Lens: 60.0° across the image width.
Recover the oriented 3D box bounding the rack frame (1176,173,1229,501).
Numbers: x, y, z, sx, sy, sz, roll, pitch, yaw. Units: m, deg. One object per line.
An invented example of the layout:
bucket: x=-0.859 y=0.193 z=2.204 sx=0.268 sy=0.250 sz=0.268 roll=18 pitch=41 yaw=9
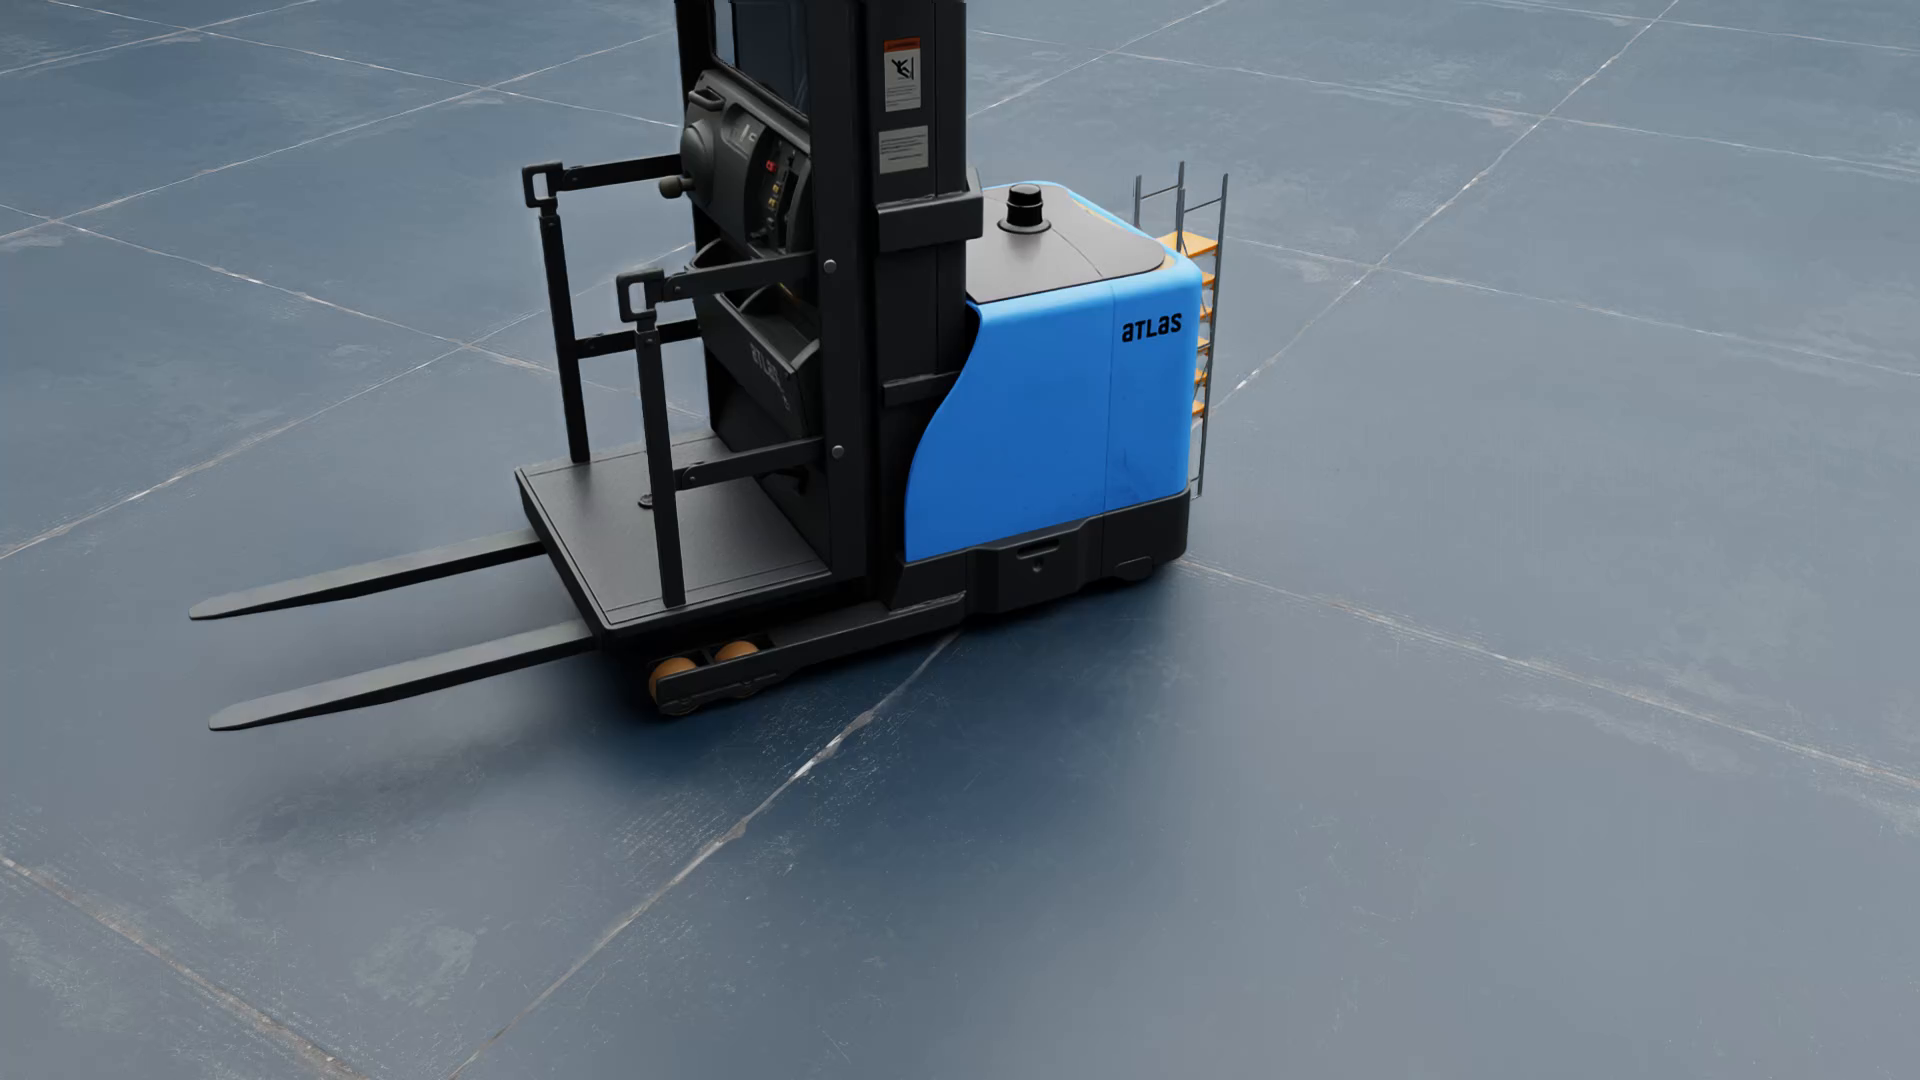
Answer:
rack frame: x=0.787 y=-0.637 z=5.651 sx=0.240 sy=1.200 sz=0.006 roll=-26 pitch=39 yaw=-37

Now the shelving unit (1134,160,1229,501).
shelving unit: x=0.724 y=-0.670 z=5.708 sx=0.258 sy=1.200 sz=0.189 roll=-26 pitch=39 yaw=-37

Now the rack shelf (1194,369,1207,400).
rack shelf: x=0.724 y=-0.528 z=5.791 sx=0.258 sy=0.103 sz=0.180 roll=-26 pitch=39 yaw=-37

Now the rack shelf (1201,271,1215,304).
rack shelf: x=0.724 y=-0.839 z=5.609 sx=0.258 sy=0.103 sz=0.180 roll=-26 pitch=39 yaw=-37

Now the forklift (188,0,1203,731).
forklift: x=-0.795 y=-1.057 z=4.652 sx=3.031 sy=2.935 sz=1.130 roll=-14 pitch=33 yaw=-23

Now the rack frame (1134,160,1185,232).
rack frame: x=0.660 y=-0.703 z=5.765 sx=0.240 sy=1.200 sz=0.006 roll=-26 pitch=39 yaw=-37

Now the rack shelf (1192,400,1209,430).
rack shelf: x=0.724 y=-0.424 z=5.851 sx=0.258 sy=0.103 sz=0.180 roll=-26 pitch=39 yaw=-37

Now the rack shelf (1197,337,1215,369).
rack shelf: x=0.724 y=-0.632 z=5.730 sx=0.258 sy=0.103 sz=0.180 roll=-26 pitch=39 yaw=-37

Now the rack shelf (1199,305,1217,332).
rack shelf: x=0.724 y=-0.735 z=5.670 sx=0.258 sy=0.103 sz=0.180 roll=-26 pitch=39 yaw=-37

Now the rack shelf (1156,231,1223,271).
rack shelf: x=0.724 y=-0.943 z=5.549 sx=0.258 sy=0.103 sz=0.180 roll=-26 pitch=39 yaw=-37
